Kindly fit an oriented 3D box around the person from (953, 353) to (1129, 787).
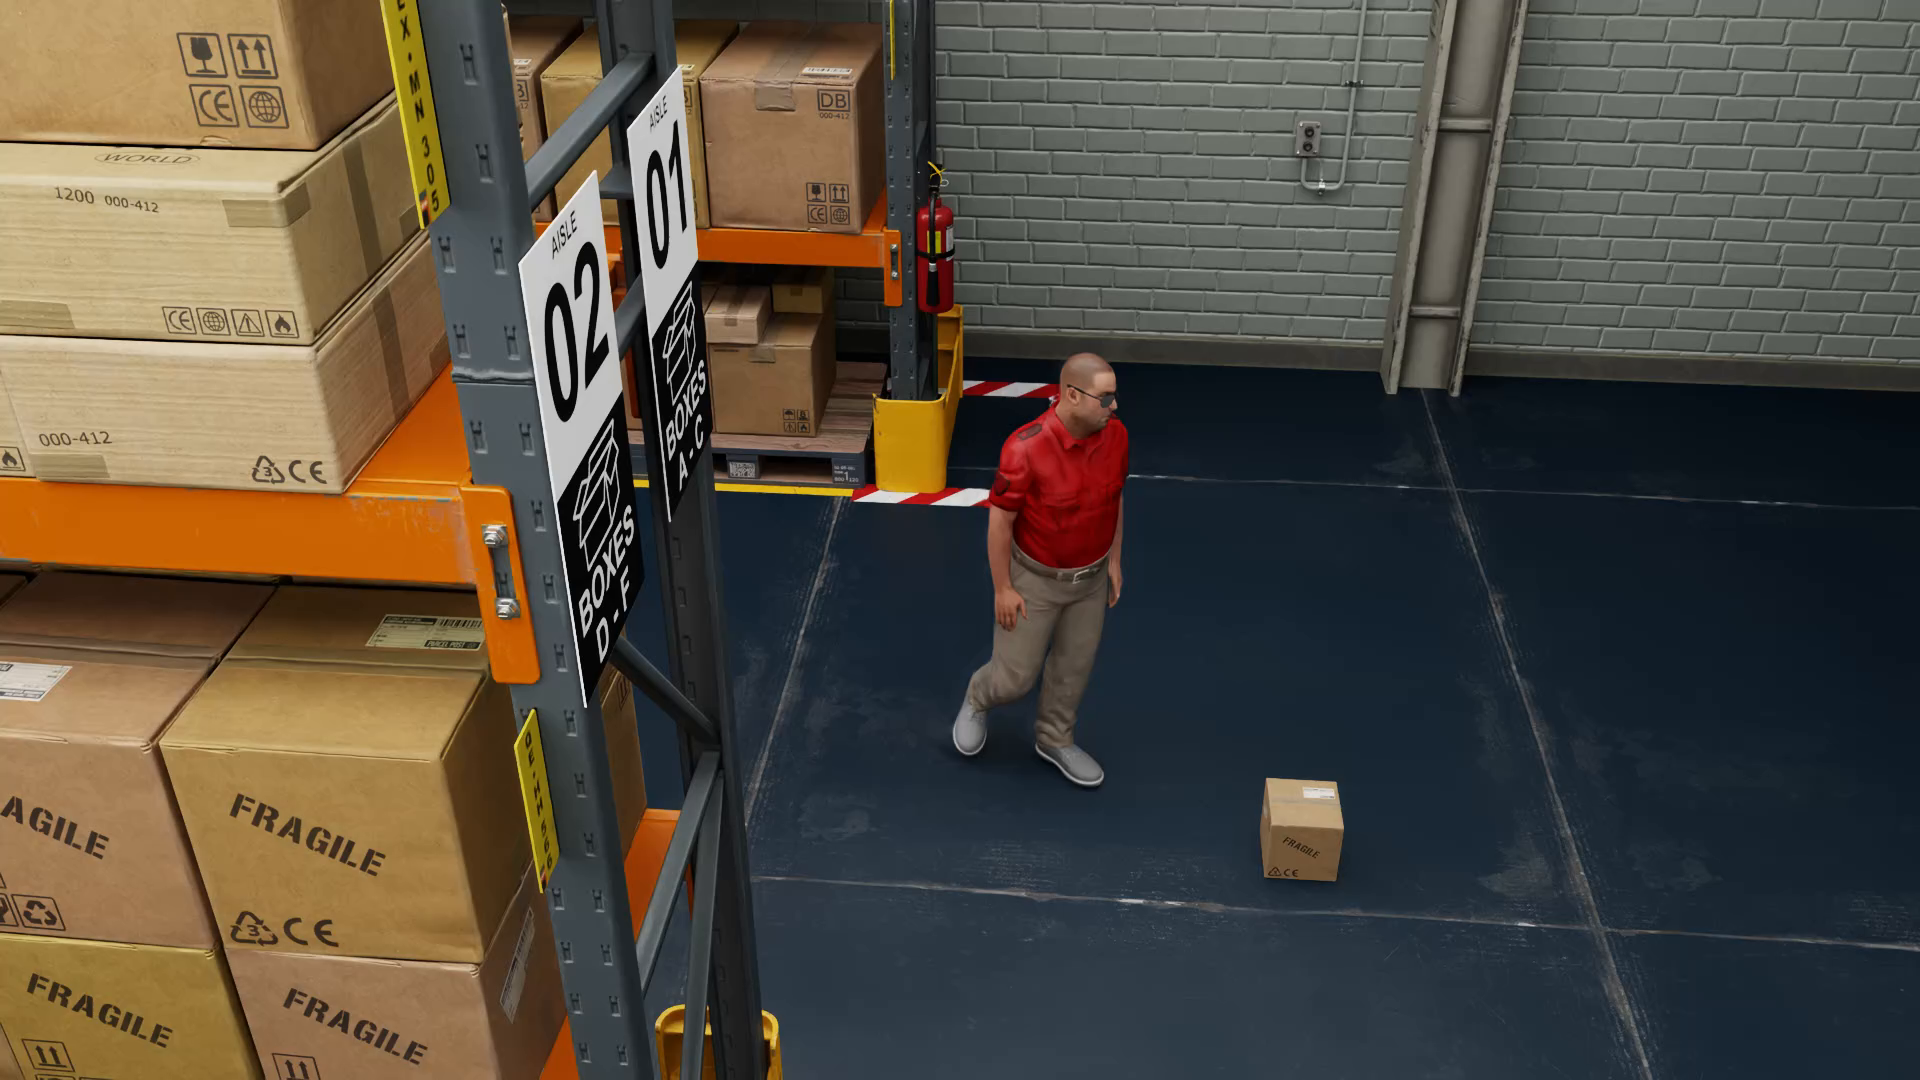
[{"bbox_3d":[0.294,0.095,5.980,0.595,1.724,0.588,-18,36,-27],"label":"person"}]
